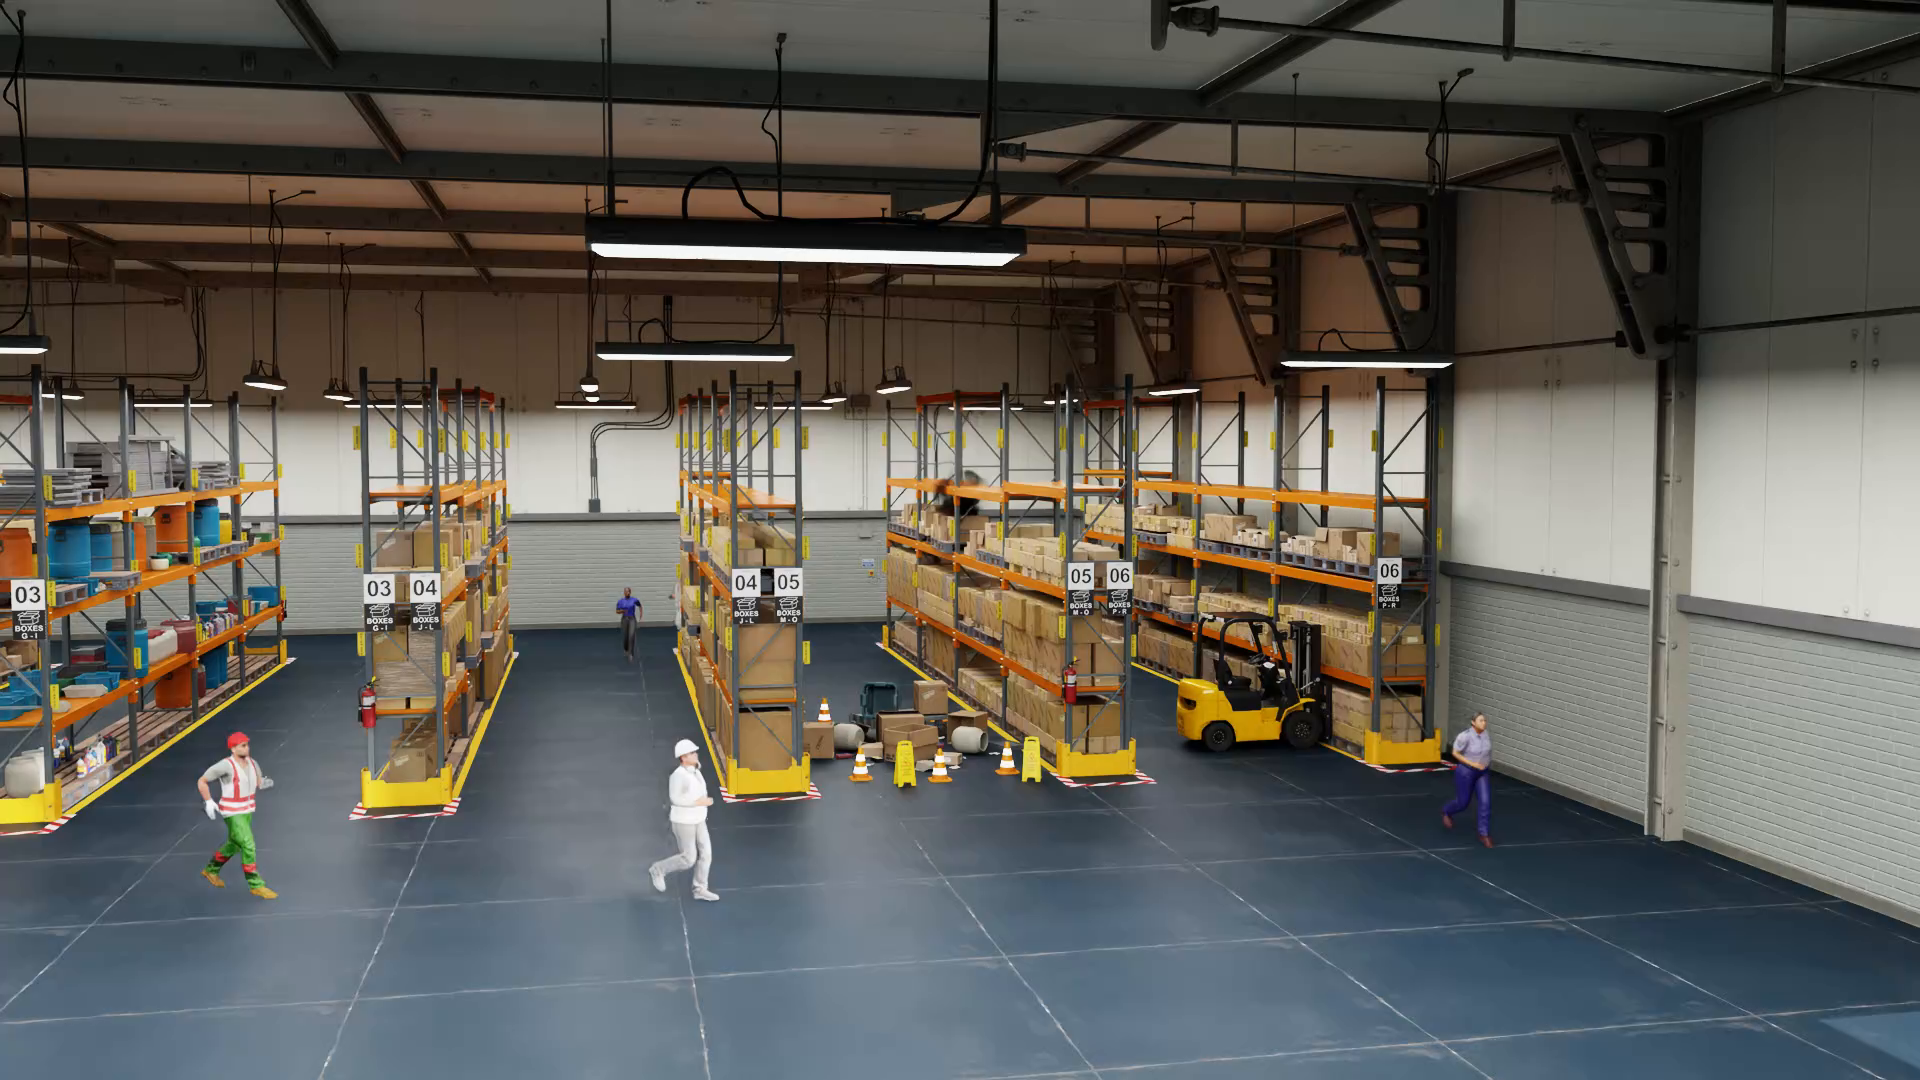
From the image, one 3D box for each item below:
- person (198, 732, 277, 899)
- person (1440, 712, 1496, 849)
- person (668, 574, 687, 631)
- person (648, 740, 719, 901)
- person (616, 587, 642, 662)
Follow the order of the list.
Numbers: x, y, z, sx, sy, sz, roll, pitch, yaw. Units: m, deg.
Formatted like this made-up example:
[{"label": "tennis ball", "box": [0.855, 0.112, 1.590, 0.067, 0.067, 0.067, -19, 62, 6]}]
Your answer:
[{"label": "person", "box": [-7.910, 2.989, 18.181, 0.984, 1.790, 0.660, 1, 3, 14]}, {"label": "person", "box": [6.394, 2.953, 20.809, 0.628, 1.650, 0.966, -1, 4, -23]}, {"label": "person", "box": [-6.804, 1.687, 40.674, 0.659, 1.831, 0.765, 3, 5, 44]}, {"label": "person", "box": [-2.997, 3.043, 18.125, 0.797, 1.745, 0.671, 1, 4, 16]}, {"label": "person", "box": [-7.589, 1.909, 38.093, 0.584, 1.662, 0.935, 0, 3, -7]}]
